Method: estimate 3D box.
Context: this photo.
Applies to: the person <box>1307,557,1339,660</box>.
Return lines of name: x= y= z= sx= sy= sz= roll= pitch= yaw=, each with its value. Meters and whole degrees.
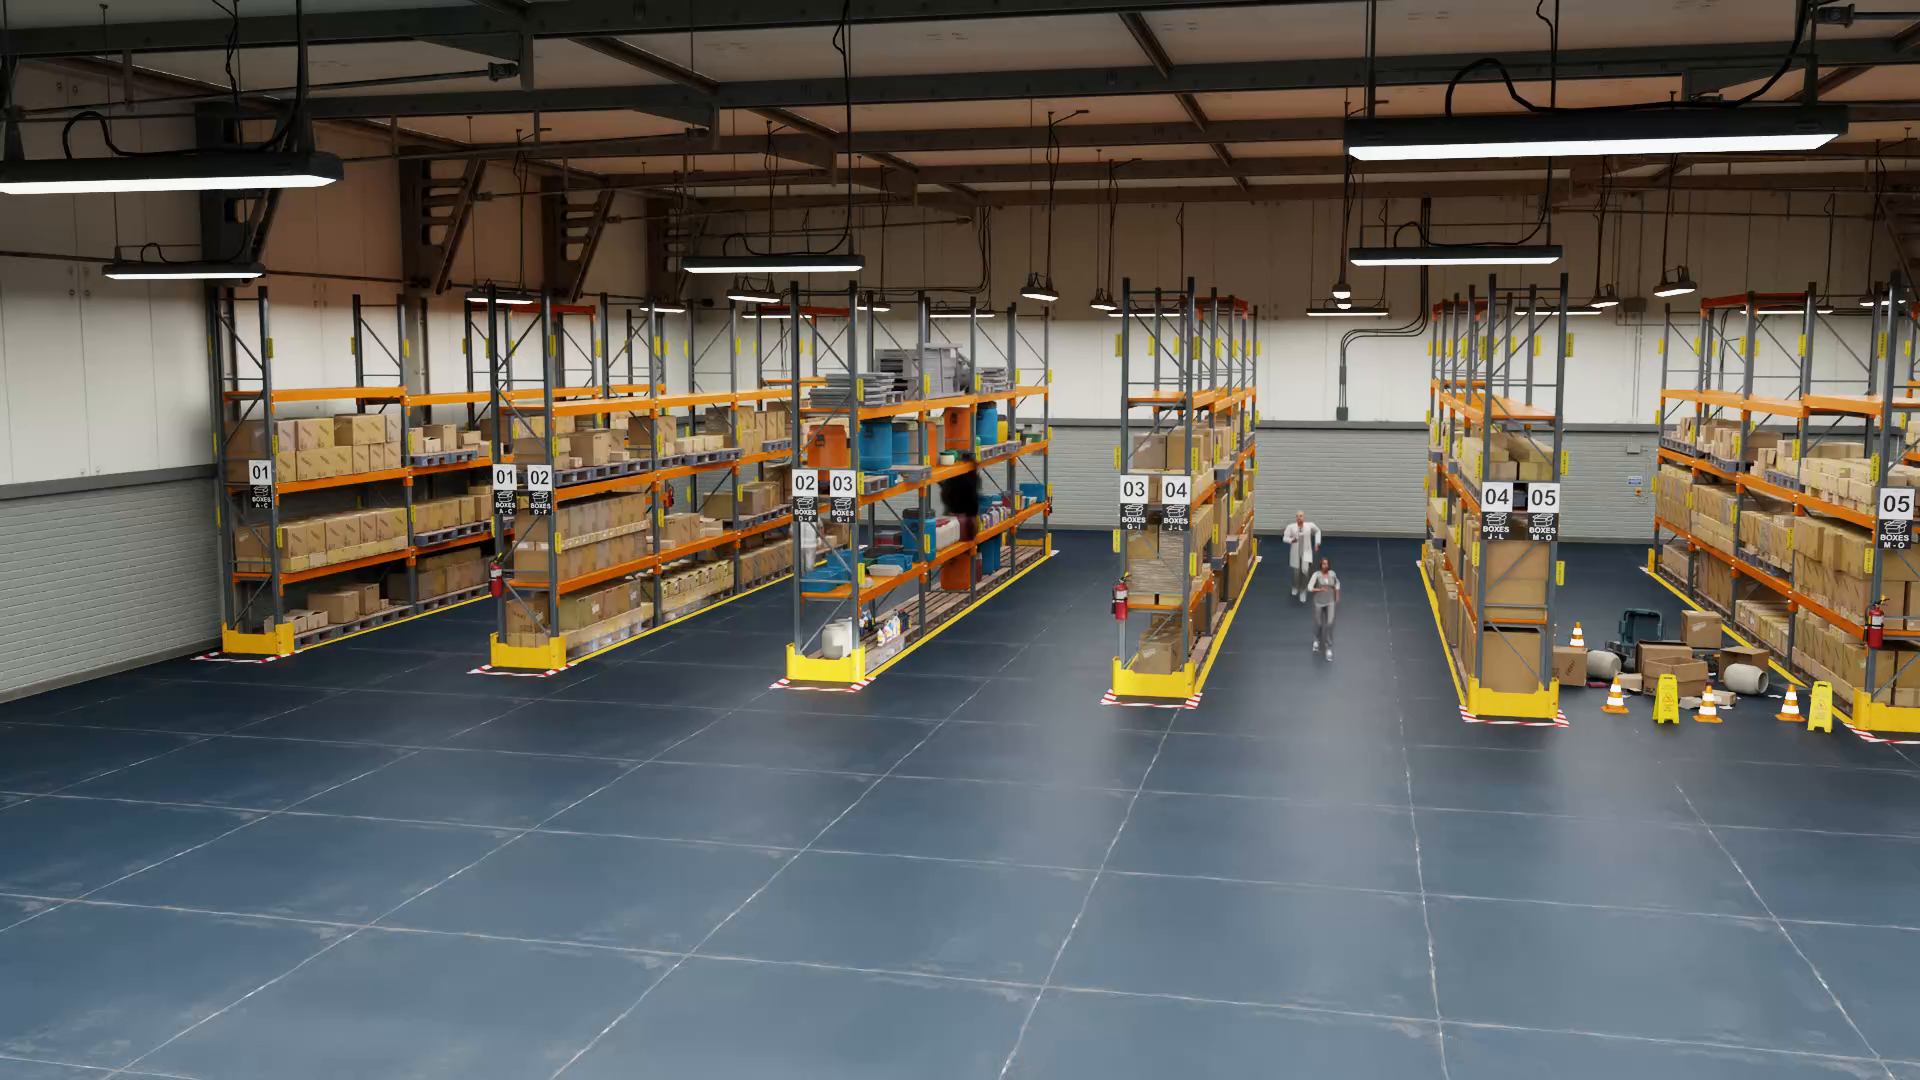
person: x=5.920 y=1.084 z=27.108 sx=0.563 sy=1.631 sz=0.778 roll=0 pitch=7 yaw=2

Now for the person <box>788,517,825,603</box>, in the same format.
person: x=-2.932 y=0.217 z=31.579 sx=0.654 sy=1.892 sz=0.710 roll=0 pitch=7 yaw=4

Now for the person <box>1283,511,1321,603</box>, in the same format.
person: x=6.814 y=0.319 z=33.165 sx=0.727 sy=1.824 sz=0.973 roll=2 pitch=7 yaw=15

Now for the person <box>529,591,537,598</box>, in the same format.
person: x=-7.965 y=0.578 z=31.482 sx=0.613 sy=1.660 sz=0.726 roll=1 pitch=7 yaw=8
